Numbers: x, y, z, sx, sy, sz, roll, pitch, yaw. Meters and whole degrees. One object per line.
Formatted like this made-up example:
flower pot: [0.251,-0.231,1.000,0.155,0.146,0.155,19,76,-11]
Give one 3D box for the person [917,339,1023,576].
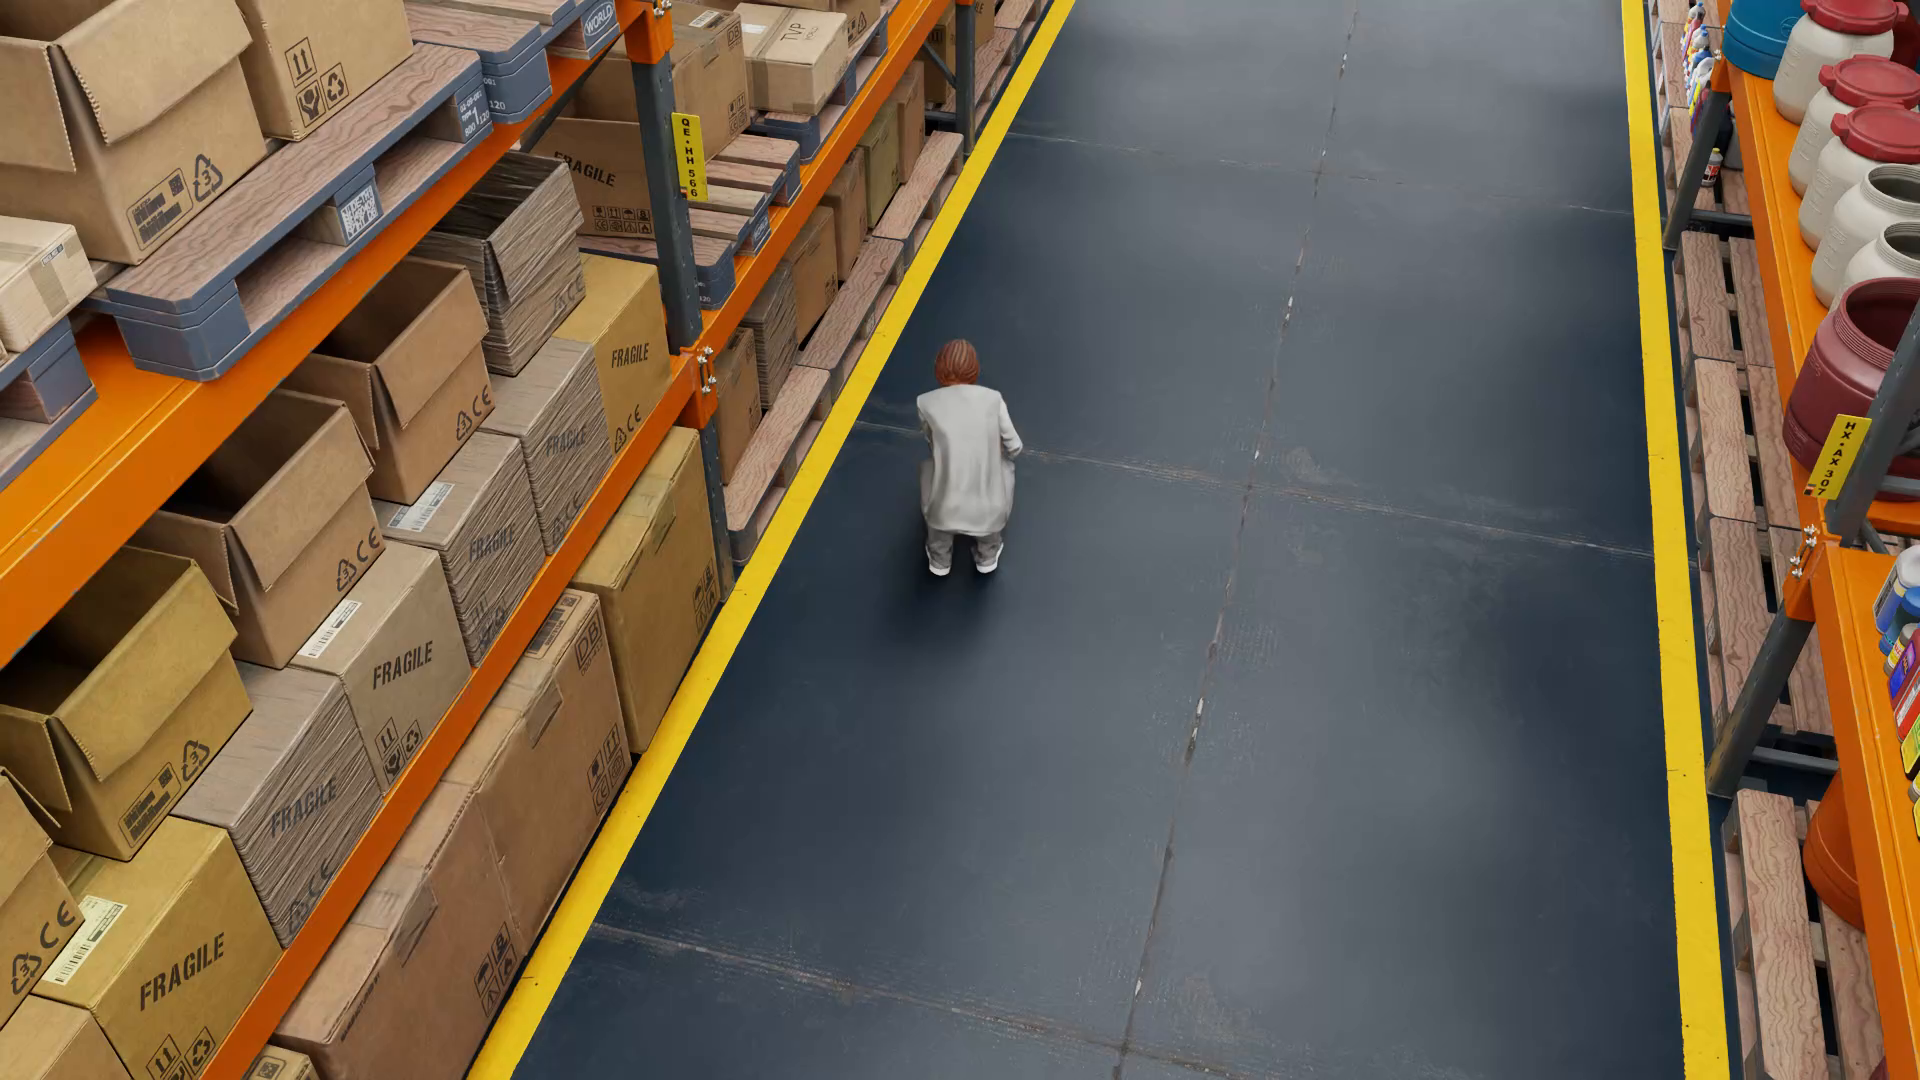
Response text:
person: [0.037,-0.334,7.069,0.452,0.909,0.807,2,42,2]
